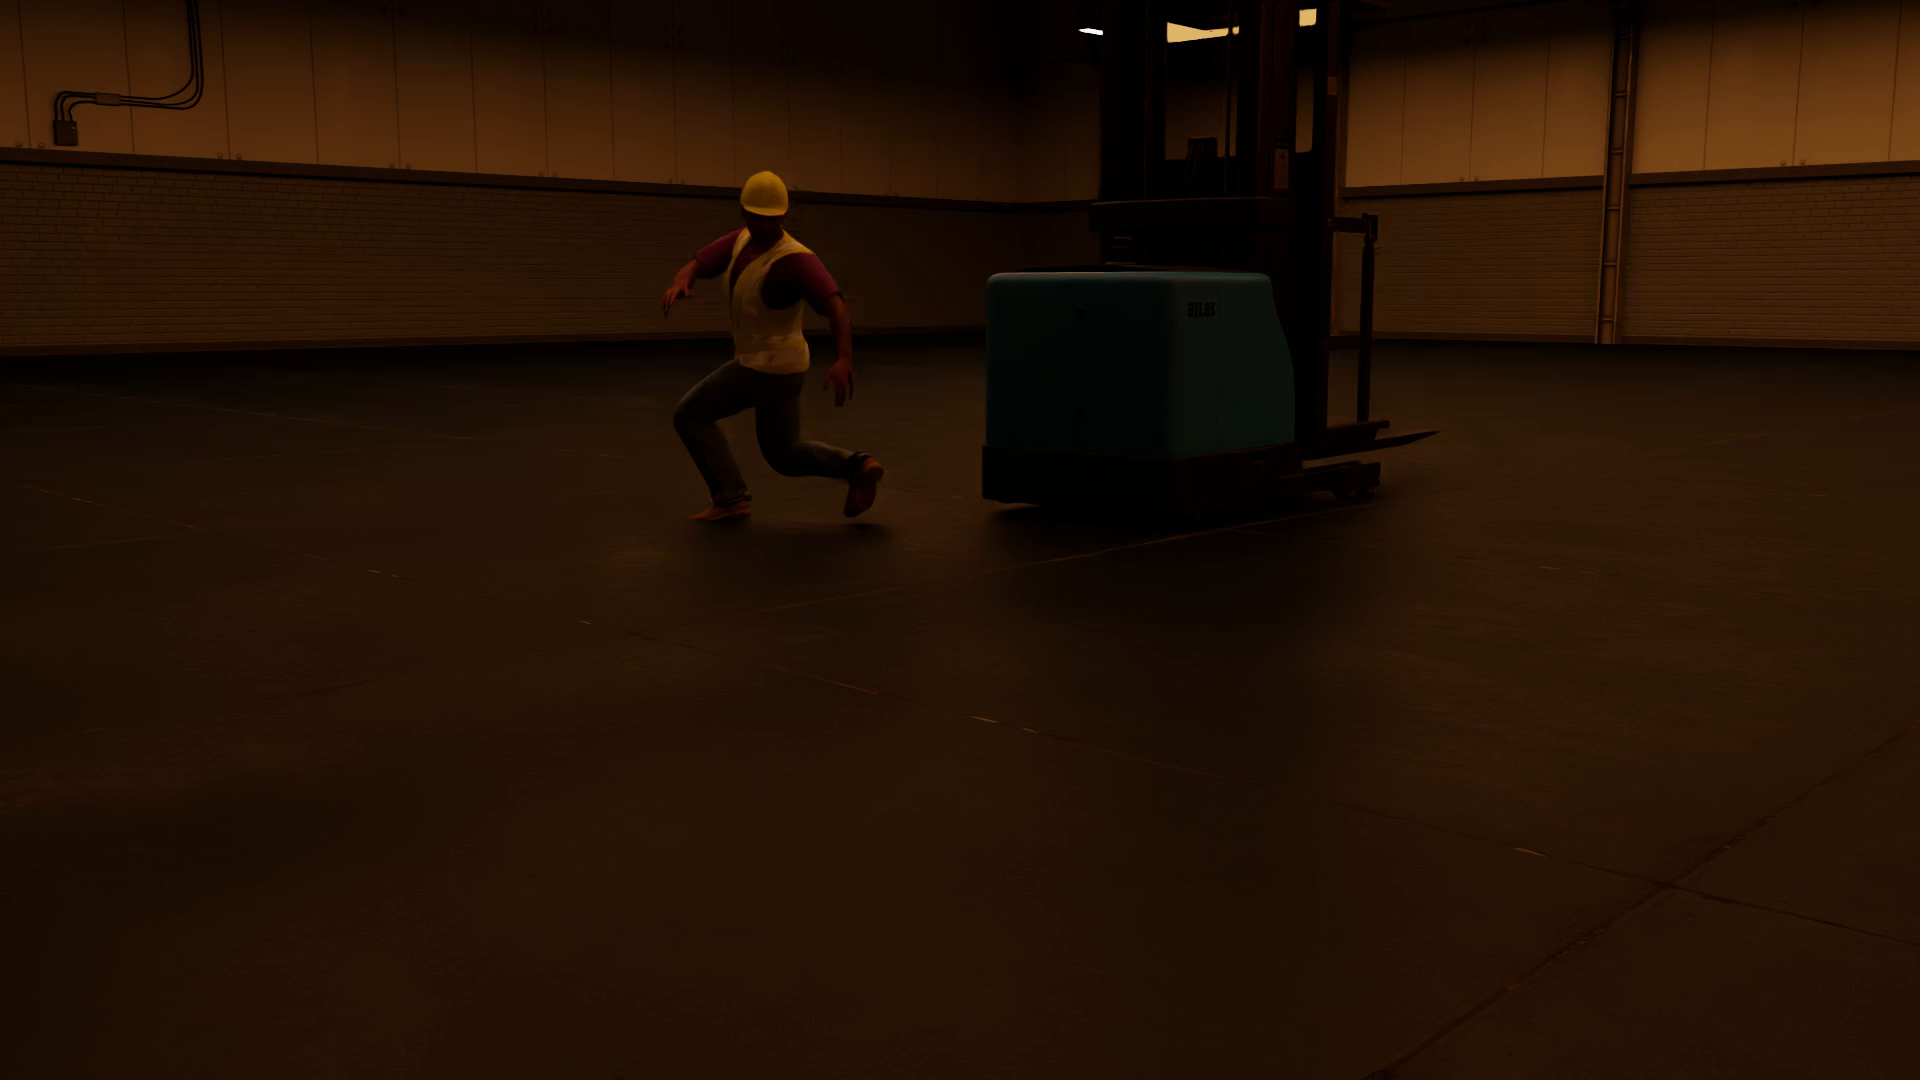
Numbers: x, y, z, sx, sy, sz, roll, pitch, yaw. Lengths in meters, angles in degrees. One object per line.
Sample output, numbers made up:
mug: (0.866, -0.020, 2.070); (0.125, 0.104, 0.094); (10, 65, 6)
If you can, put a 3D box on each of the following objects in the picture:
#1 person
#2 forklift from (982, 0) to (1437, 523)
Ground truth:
person: (-0.793, -0.792, 7.100); (0.932, 1.529, 0.692); (0, 9, 2)
forklift: (1.429, -1.692, 8.112); (1.130, 2.935, 3.031); (7, 11, 39)
